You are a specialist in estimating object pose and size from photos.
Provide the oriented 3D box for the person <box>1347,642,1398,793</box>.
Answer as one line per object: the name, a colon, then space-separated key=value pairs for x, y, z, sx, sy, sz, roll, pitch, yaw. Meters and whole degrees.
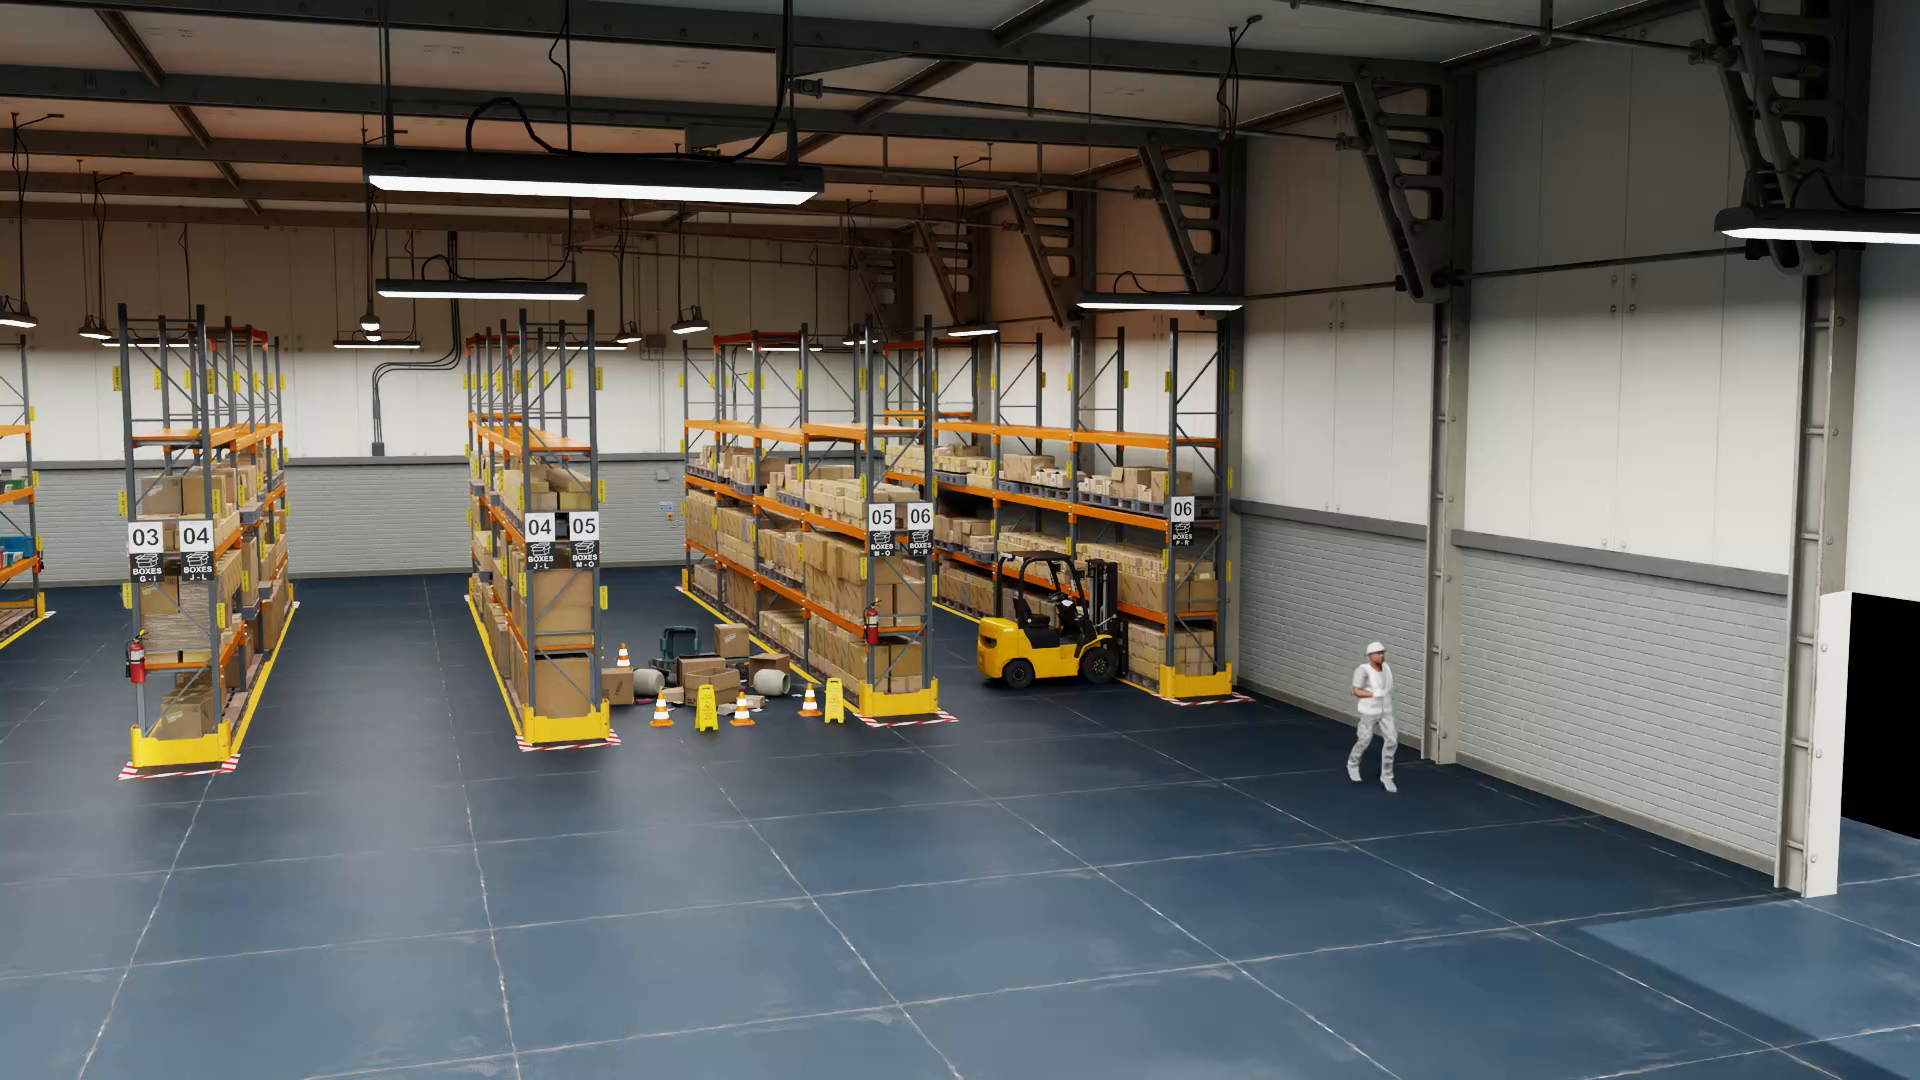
person: x=5.098 y=2.168 z=20.510 sx=0.704 sy=1.850 sz=0.798 roll=-2 pitch=6 yaw=-23
